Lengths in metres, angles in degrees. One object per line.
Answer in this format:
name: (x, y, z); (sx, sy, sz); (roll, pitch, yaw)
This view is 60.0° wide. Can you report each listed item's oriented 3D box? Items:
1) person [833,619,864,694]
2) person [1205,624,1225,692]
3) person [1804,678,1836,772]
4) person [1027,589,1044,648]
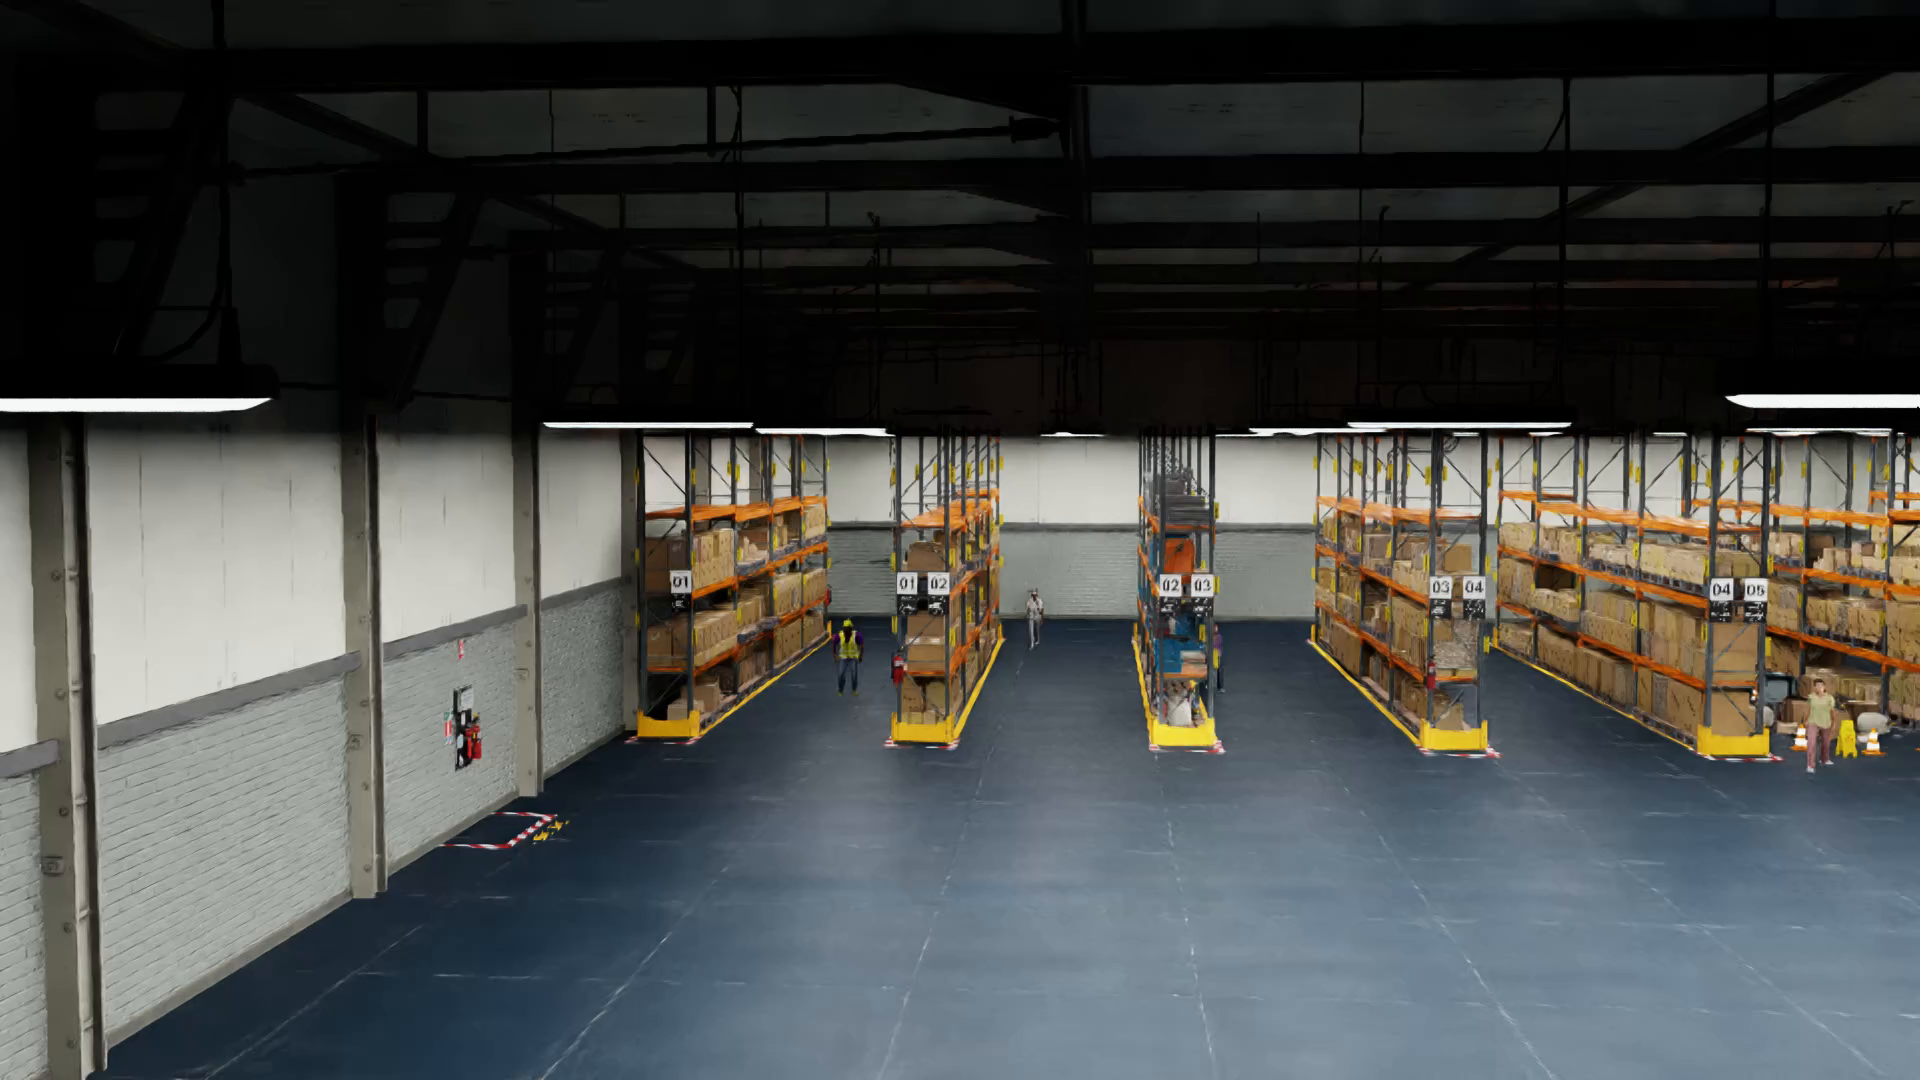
person: (-2.498, 2.613, 37.157); (0.719, 1.714, 0.578); (0, 3, 4)
person: (5.746, 2.651, 37.653); (0.411, 1.533, 0.951); (0, 3, -4)
person: (14.838, 3.170, 28.677); (0.492, 1.609, 0.953); (2, 4, 25)
person: (2.063, 2.133, 45.533); (0.461, 1.626, 0.989); (0, 3, 4)
